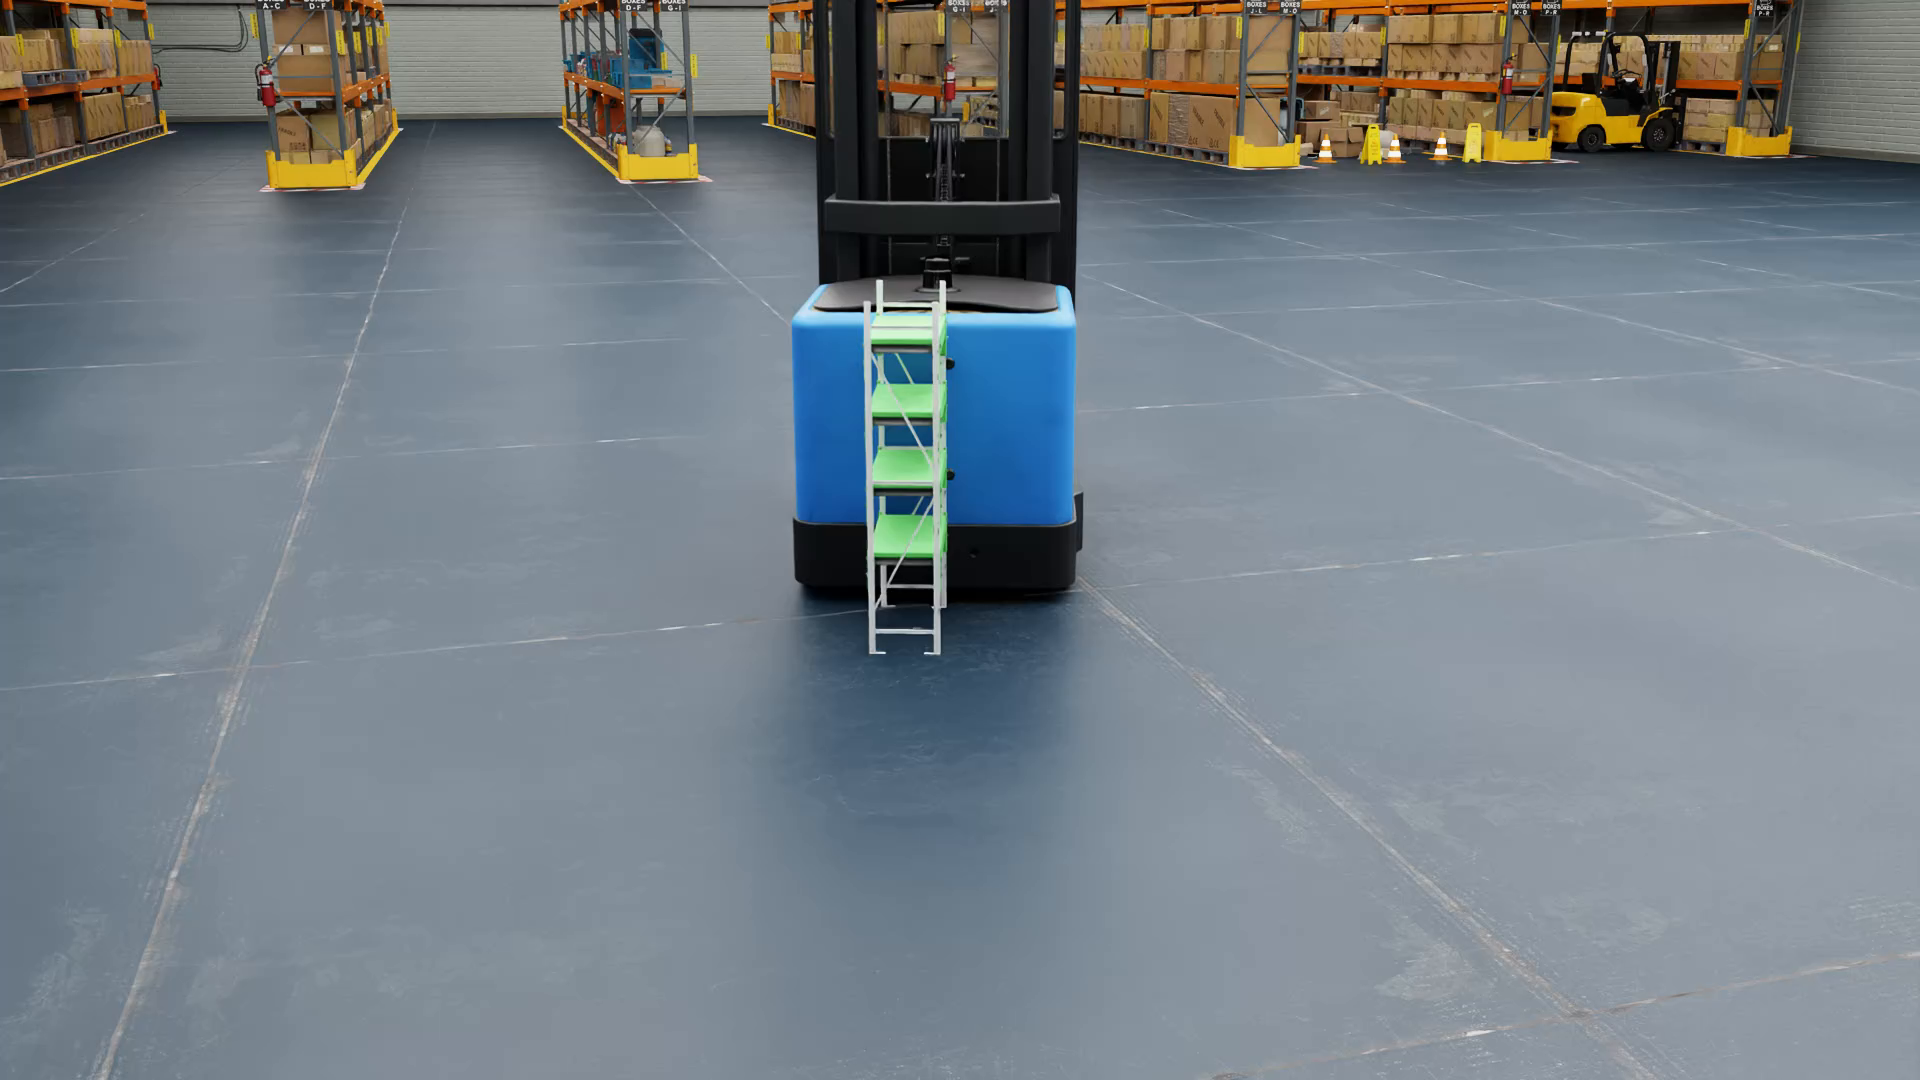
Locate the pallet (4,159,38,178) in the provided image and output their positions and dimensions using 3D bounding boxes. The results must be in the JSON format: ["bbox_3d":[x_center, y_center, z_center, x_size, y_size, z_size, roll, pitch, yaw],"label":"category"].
[{"bbox_3d":[-14.914,-5.716,25.613,1.003,0.211,1.213,-5,17,-15],"label":"pallet"}]

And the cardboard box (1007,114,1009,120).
[{"bbox_3d":[1.318,-9.903,38.932,0.380,0.149,0.250,-4,17,-15],"label":"cardboard box"}]

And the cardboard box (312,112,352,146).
[{"bbox_3d":[-9.494,-6.205,25.141,0.500,0.500,0.500,-5,17,-15],"label":"cardboard box"}]

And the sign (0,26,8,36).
[{"bbox_3d":[-16.765,-8.850,29.189,0.100,0.325,0.005,-5,17,-15],"label":"sign"}]

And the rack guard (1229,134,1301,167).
[{"bbox_3d":[5.058,-6.463,27.598,1.175,0.500,0.348,-5,17,-15],"label":"rack guard"}]

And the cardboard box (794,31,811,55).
[{"bbox_3d":[-3.427,-11.158,37.323,0.500,0.500,0.500,-4,17,-14],"label":"cardboard box"}]

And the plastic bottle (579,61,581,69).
[{"bbox_3d":[-7.871,-9.793,34.544,0.061,0.283,0.133,-5,17,-15],"label":"plastic bottle"}]

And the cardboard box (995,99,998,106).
[{"bbox_3d":[1.062,-10.466,39.771,0.380,0.149,0.250,-6,18,-18],"label":"cardboard box"}]

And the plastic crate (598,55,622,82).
[{"bbox_3d":[-6.034,-8.158,28.785,0.402,0.464,0.583,-5,17,-15],"label":"plastic crate"}]

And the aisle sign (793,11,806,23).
[{"bbox_3d":[-3.874,-13.017,40.553,0.394,0.787,0.004,-5,17,-15],"label":"aisle sign"}]

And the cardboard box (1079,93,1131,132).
[{"bbox_3d":[2.933,-8.828,34.307,1.050,0.750,0.750,-5,17,-16],"label":"cardboard box"}]

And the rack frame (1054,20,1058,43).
[{"bbox_3d":[1.753,-10.986,38.311,1.000,3.000,0.127,-5,17,-15],"label":"rack frame"}]

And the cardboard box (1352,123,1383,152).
[{"bbox_3d":[7.670,-7.592,31.355,0.500,0.500,0.500,7,18,23],"label":"cardboard box"}]

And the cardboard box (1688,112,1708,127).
[{"bbox_3d":[13.993,-7.853,31.061,0.500,0.250,0.500,-5,17,-16],"label":"cardboard box"}]

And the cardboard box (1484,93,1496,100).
[{"bbox_3d":[11.977,-10.124,37.928,0.380,0.149,0.250,-6,18,-18],"label":"cardboard box"}]

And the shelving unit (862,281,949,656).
[{"bbox_3d":[-0.179,-0.255,5.715,0.258,1.200,0.503,1,17,2],"label":"shelving unit"}]

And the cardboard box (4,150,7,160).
[{"bbox_3d":[-14.957,-5.942,25.680,0.380,0.166,0.250,-7,18,-22],"label":"cardboard box"}]

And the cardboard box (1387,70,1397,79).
[{"bbox_3d":[8.462,-8.960,32.002,0.380,0.149,0.250,-5,17,-16],"label":"cardboard box"}]

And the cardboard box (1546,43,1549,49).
[{"bbox_3d":[12.621,-10.440,35.191,0.380,0.149,0.250,-5,17,-17],"label":"cardboard box"}]

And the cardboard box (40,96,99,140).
[{"bbox_3d":[-16.308,-7.726,30.465,0.750,0.750,0.750,-5,17,-16],"label":"cardboard box"}]

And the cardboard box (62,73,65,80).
[{"bbox_3d":[-16.100,-8.339,29.902,0.380,0.149,0.250,-5,17,-16],"label":"cardboard box"}]

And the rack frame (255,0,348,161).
[{"bbox_3d":[-9.272,-6.520,23.445,1.000,3.000,0.127,-5,17,-15],"label":"rack frame"}]

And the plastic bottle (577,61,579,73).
[{"bbox_3d":[-8.078,-10.002,35.239,0.061,0.283,0.133,-5,17,-15],"label":"plastic bottle"}]

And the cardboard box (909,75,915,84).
[{"bbox_3d":[-0.650,-7.791,28.113,0.380,0.149,0.250,-5,17,-15],"label":"cardboard box"}]

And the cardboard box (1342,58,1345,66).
[{"bbox_3d":[8.037,-9.758,33.930,0.380,0.149,0.250,-5,18,-17],"label":"cardboard box"}]

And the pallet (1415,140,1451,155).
[{"bbox_3d":[9.241,-7.336,31.007,1.003,0.211,1.213,-5,17,-15],"label":"pallet"}]

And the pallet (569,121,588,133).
[{"bbox_3d":[-8.384,-9.433,37.989,1.003,0.211,1.213,-5,17,-15],"label":"pallet"}]

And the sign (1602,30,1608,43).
[{"bbox_3d":[12.936,-10.057,33.343,0.100,0.325,0.005,-5,17,-15],"label":"sign"}]

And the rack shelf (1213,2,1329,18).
[{"bbox_3d":[7.035,-11.944,37.537,1.077,0.370,4.000,-5,17,-15],"label":"rack shelf"}]

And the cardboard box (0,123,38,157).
[{"bbox_3d":[-15.351,-6.450,26.791,0.700,0.500,0.500,-4,17,-13],"label":"cardboard box"}]

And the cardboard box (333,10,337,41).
[{"bbox_3d":[-9.829,-7.757,25.134,0.700,0.500,0.500,-5,17,-15],"label":"cardboard box"}]

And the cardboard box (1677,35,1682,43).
[{"bbox_3d":[13.826,-9.487,31.502,0.380,0.149,0.250,-4,17,-14],"label":"cardboard box"}]

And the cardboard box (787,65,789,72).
[{"bbox_3d":[-3.796,-10.915,38.513,0.380,0.149,0.250,-5,17,-16],"label":"cardboard box"}]

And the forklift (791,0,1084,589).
[{"bbox_3d":[-0.044,-1.595,7.167,1.130,2.935,3.031,1,17,2],"label":"forklift"}]

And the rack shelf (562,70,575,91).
[{"bbox_3d":[-8.355,-10.439,37.740,1.077,0.370,4.000,-5,17,-15],"label":"rack shelf"}]

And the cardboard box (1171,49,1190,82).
[{"bbox_3d":[4.273,-8.435,29.557,0.875,0.550,0.550,-5,17,-15],"label":"cardboard box"}]

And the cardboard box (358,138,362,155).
[{"bbox_3d":[-10.033,-6.400,27.094,0.500,0.250,0.500,-5,17,-15],"label":"cardboard box"}]

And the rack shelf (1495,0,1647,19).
[{"bbox_3d":[12.905,-11.231,35.164,1.077,0.370,4.000,-5,17,-15],"label":"rack shelf"}]

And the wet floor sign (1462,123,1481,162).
[{"bbox_3d":[8.806,-6.821,28.539,0.267,0.644,0.232,1,17,4],"label":"wet floor sign"}]

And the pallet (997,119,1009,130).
[{"bbox_3d":[1.535,-9.833,39.321,1.003,0.211,1.213,-5,17,-15],"label":"pallet"}]

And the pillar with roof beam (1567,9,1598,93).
[{"bbox_3d":[9.441,-12.936,34.374,9.100,9.000,0.400,-5,17,-15],"label":"pillar with roof beam"}]

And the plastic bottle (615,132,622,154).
[{"bbox_3d":[-5.564,-6.482,27.157,0.144,0.351,0.185,-4,17,-13],"label":"plastic bottle"}]

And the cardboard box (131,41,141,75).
[{"bbox_3d":[-17.869,-10.145,34.989,0.980,0.700,0.700,-6,18,-18],"label":"cardboard box"}]

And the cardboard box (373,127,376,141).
[{"bbox_3d":[-11.091,-7.491,30.726,0.500,0.250,0.500,-4,17,-14],"label":"cardboard box"}]

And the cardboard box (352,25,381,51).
[{"bbox_3d":[-12.428,-10.519,34.845,0.500,0.500,0.500,-4,17,-14],"label":"cardboard box"}]

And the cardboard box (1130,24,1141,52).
[{"bbox_3d":[3.666,-9.579,31.715,0.700,0.500,0.500,-5,17,-16],"label":"cardboard box"}]

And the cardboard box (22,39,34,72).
[{"bbox_3d":[-15.386,-7.791,26.737,0.700,0.500,0.500,-3,17,-10],"label":"cardboard box"}]

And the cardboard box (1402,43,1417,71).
[{"bbox_3d":[8.697,-9.102,31.348,0.500,0.500,0.500,-5,17,-15],"label":"cardboard box"}]

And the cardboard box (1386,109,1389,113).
[{"bbox_3d":[10.821,-10.765,41.802,0.380,0.149,0.250,-5,18,-17],"label":"cardboard box"}]

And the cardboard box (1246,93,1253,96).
[{"bbox_3d":[6.988,-10.174,38.573,0.875,0.875,0.875,-4,17,-14],"label":"cardboard box"}]

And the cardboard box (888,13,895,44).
[{"bbox_3d":[-0.966,-8.934,29.050,0.500,0.500,0.500,-5,17,-15],"label":"cardboard box"}]
